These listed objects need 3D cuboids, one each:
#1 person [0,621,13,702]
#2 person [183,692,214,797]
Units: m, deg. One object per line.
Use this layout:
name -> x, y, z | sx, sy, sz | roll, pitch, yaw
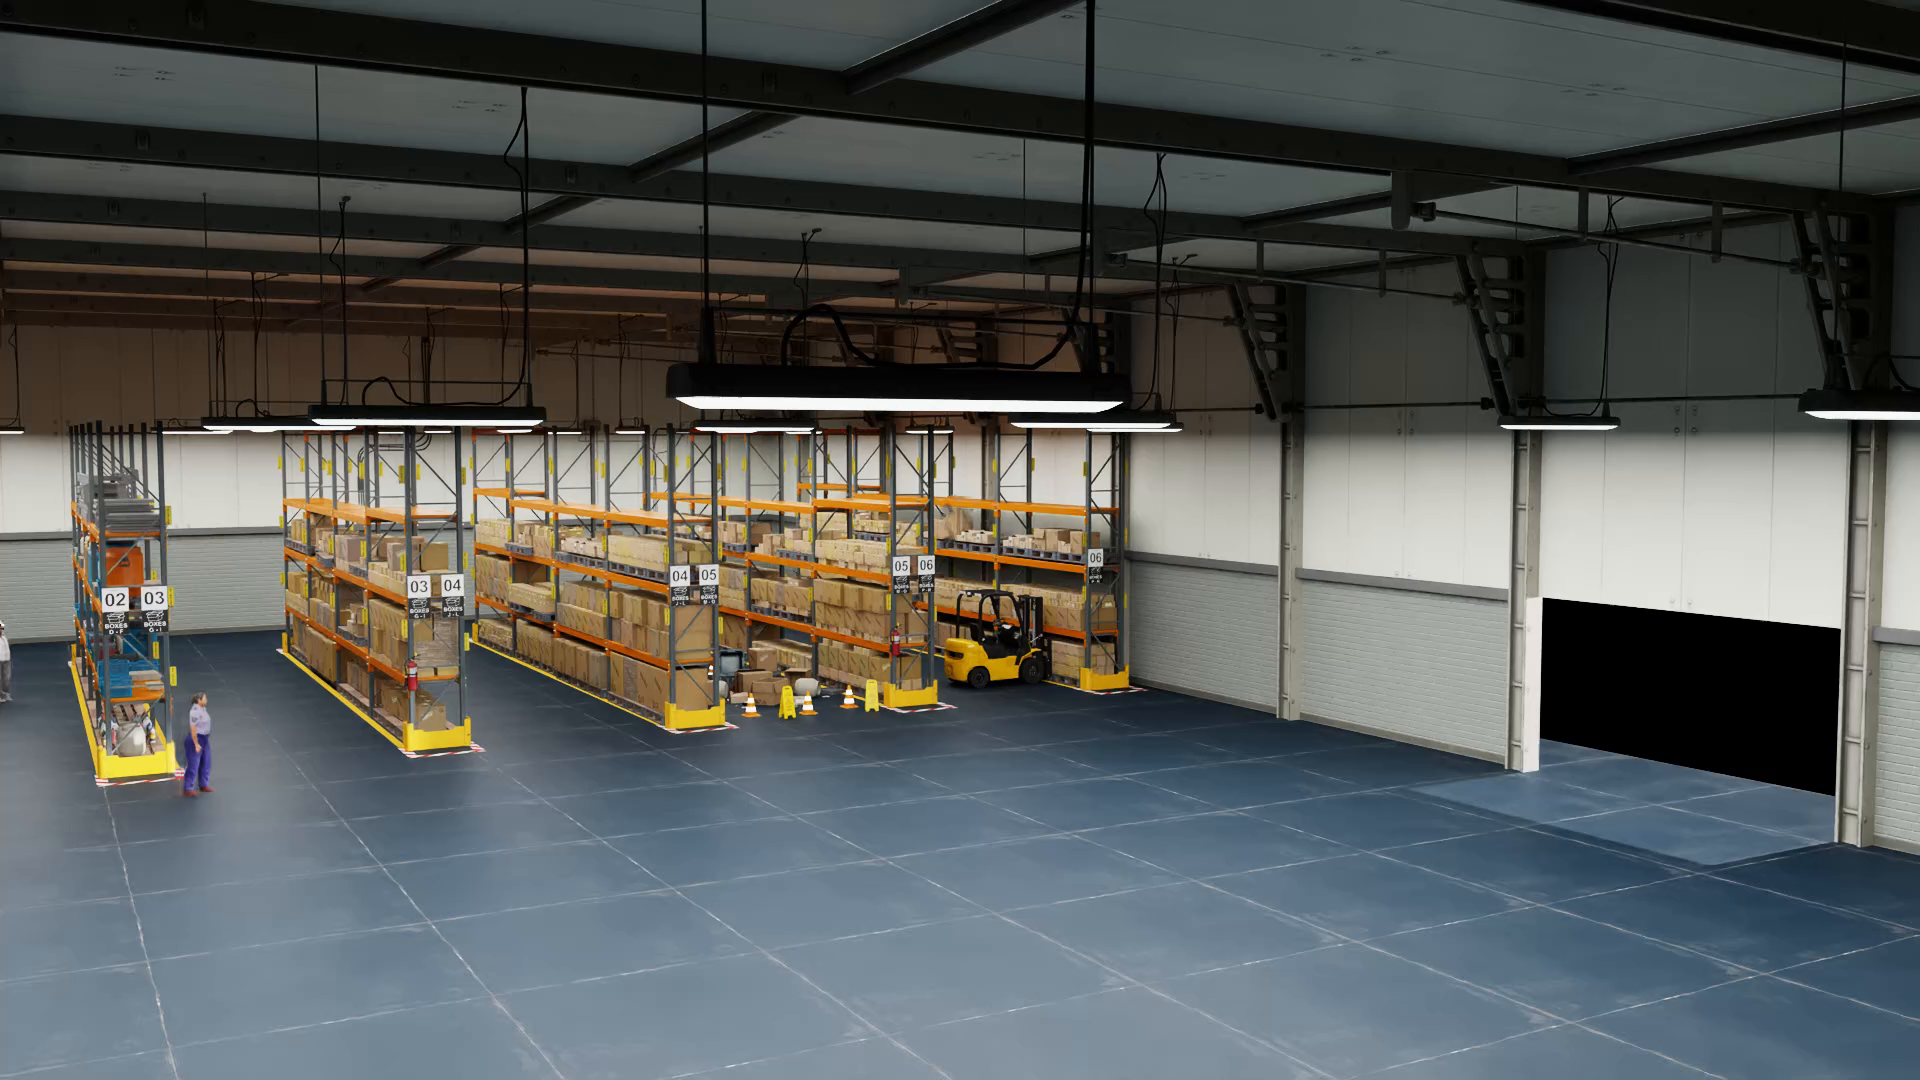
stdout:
person -> -20.776, 2.630, 35.968 | 0.403, 1.806, 0.598 | 1, 4, 17
person -> -12.210, 3.253, 26.649 | 0.407, 1.656, 0.553 | 0, 4, -2
